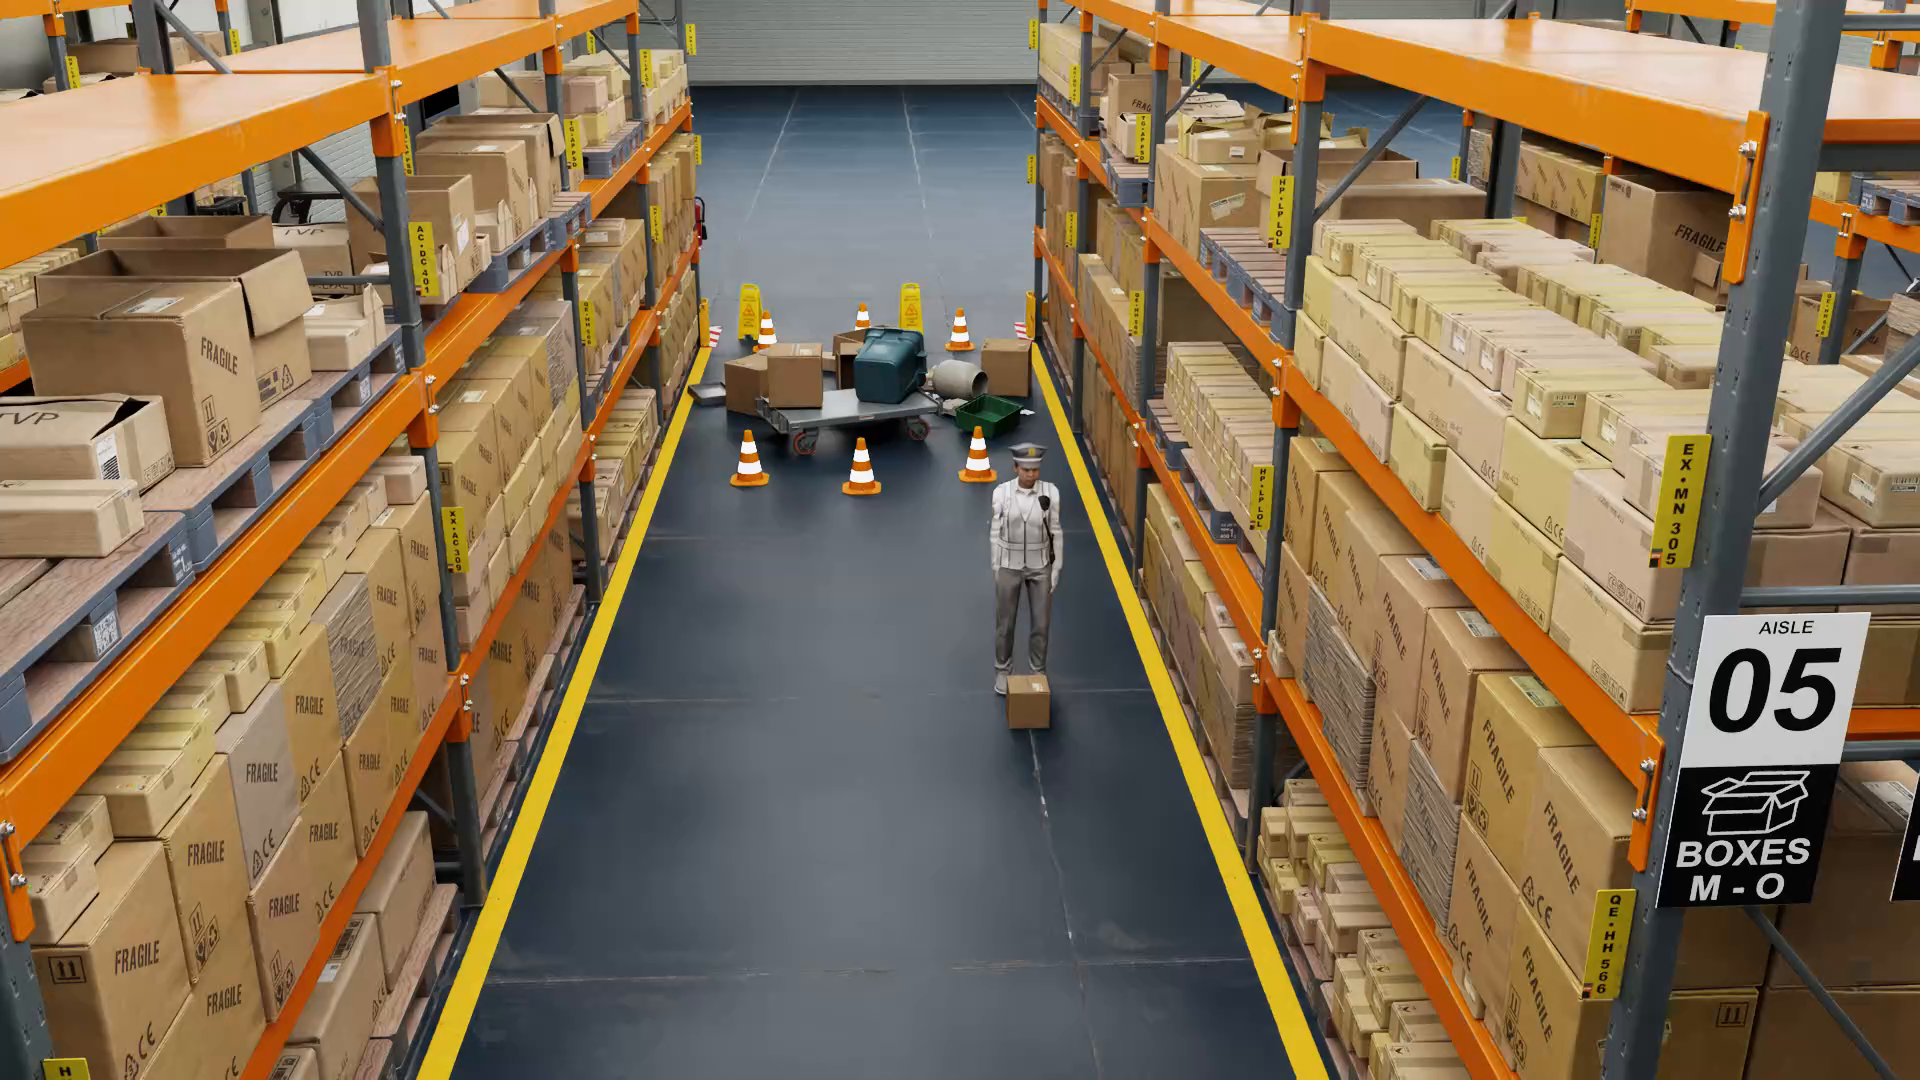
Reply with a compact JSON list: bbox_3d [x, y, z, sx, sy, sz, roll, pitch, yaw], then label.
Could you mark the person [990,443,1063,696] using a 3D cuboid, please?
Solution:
[{"bbox_3d":[0.423,0.189,10.573,0.466,1.667,0.333,-1,21,-2],"label":"person"}]
